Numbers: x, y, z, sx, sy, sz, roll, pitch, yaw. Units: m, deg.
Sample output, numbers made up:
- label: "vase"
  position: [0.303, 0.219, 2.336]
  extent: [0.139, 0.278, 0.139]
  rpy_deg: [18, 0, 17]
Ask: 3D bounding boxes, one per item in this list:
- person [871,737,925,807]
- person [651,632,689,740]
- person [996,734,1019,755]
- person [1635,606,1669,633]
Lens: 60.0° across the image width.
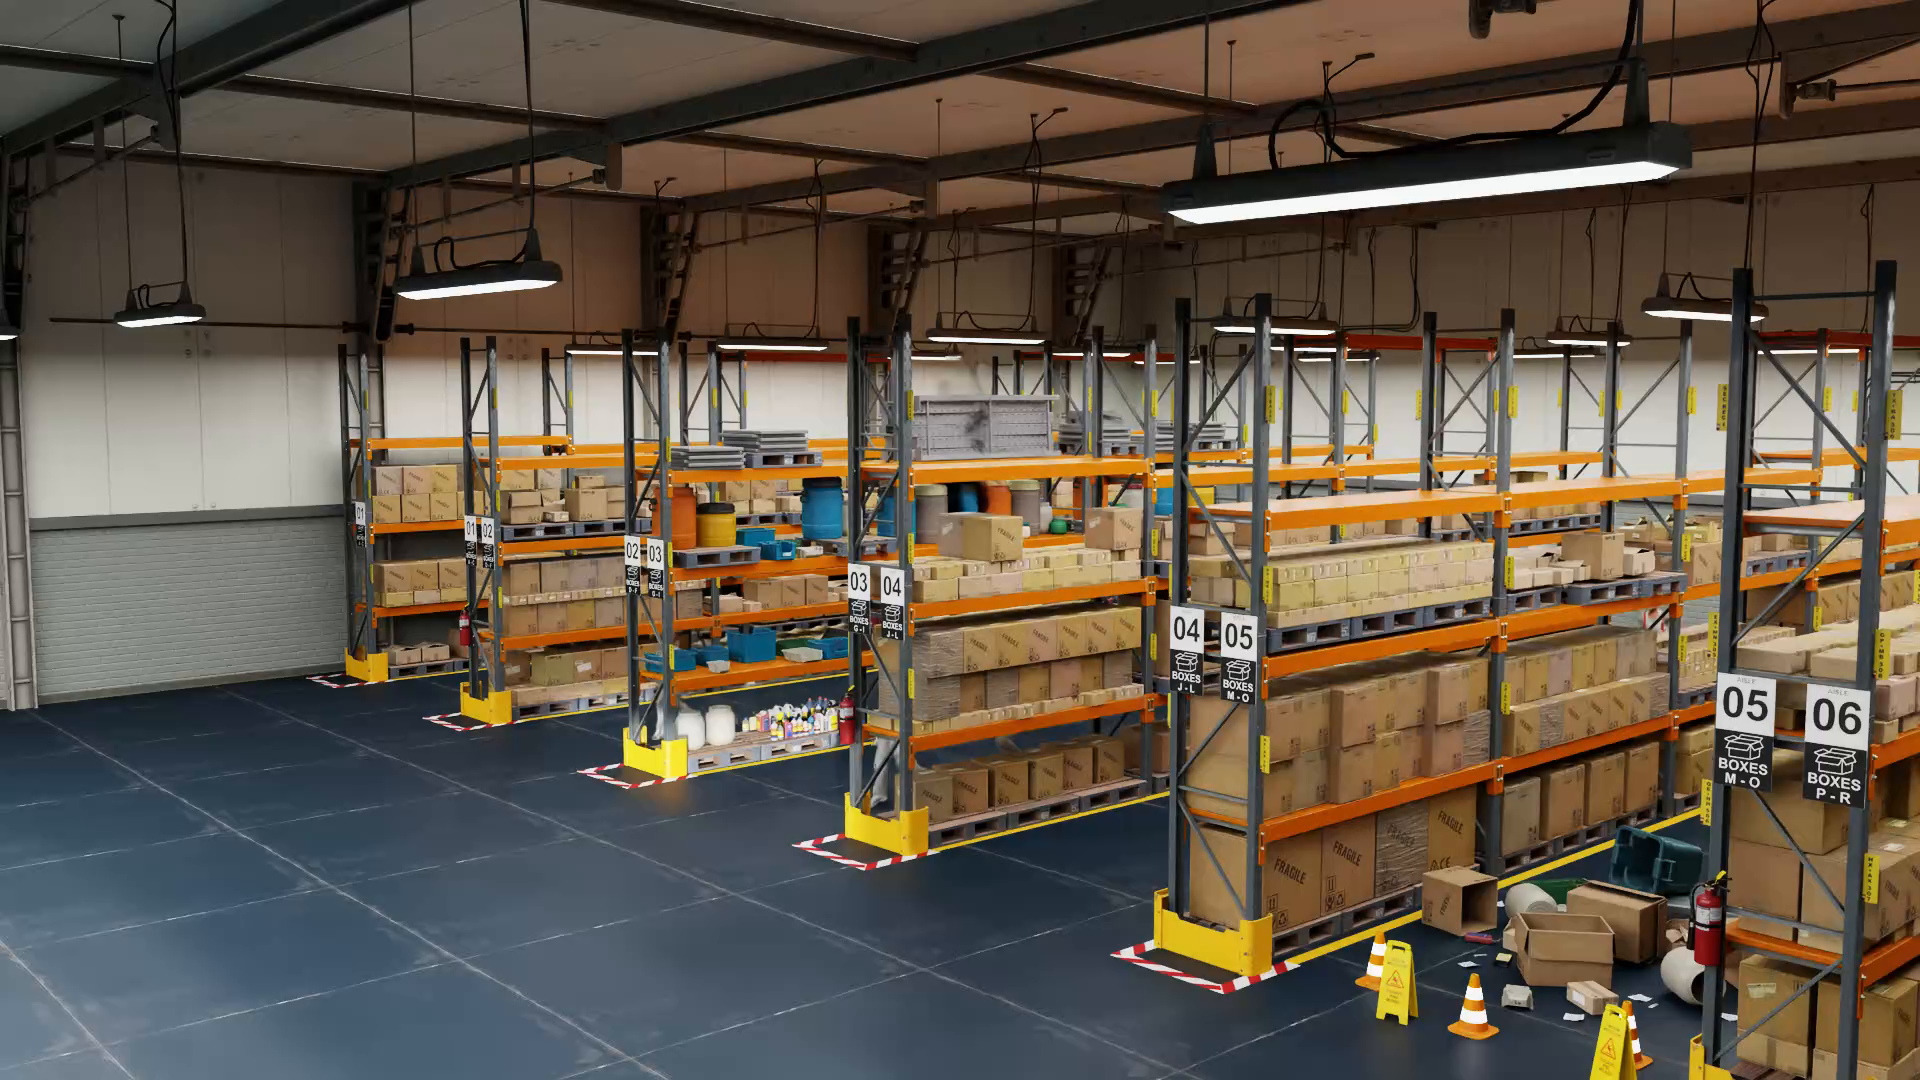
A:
- label: "person"
  position: [-0.793, 2.462, 20.851]
  extent: [1.006, 1.706, 0.732]
  rpy_deg: [-4, 7, -39]
- label: "person"
  position: [-4.264, 2.152, 24.738]
  extent: [0.730, 1.637, 0.530]
  rpy_deg: [-5, 7, -41]
- label: "person"
  position: [0.594, 2.347, 22.350]
  extent: [0.573, 1.628, 0.603]
  rpy_deg: [-5, 7, -43]
- label: "person"
  position: [11.607, 1.802, 27.720]
  extent: [0.687, 1.785, 0.681]
  rpy_deg: [5, 7, 45]
